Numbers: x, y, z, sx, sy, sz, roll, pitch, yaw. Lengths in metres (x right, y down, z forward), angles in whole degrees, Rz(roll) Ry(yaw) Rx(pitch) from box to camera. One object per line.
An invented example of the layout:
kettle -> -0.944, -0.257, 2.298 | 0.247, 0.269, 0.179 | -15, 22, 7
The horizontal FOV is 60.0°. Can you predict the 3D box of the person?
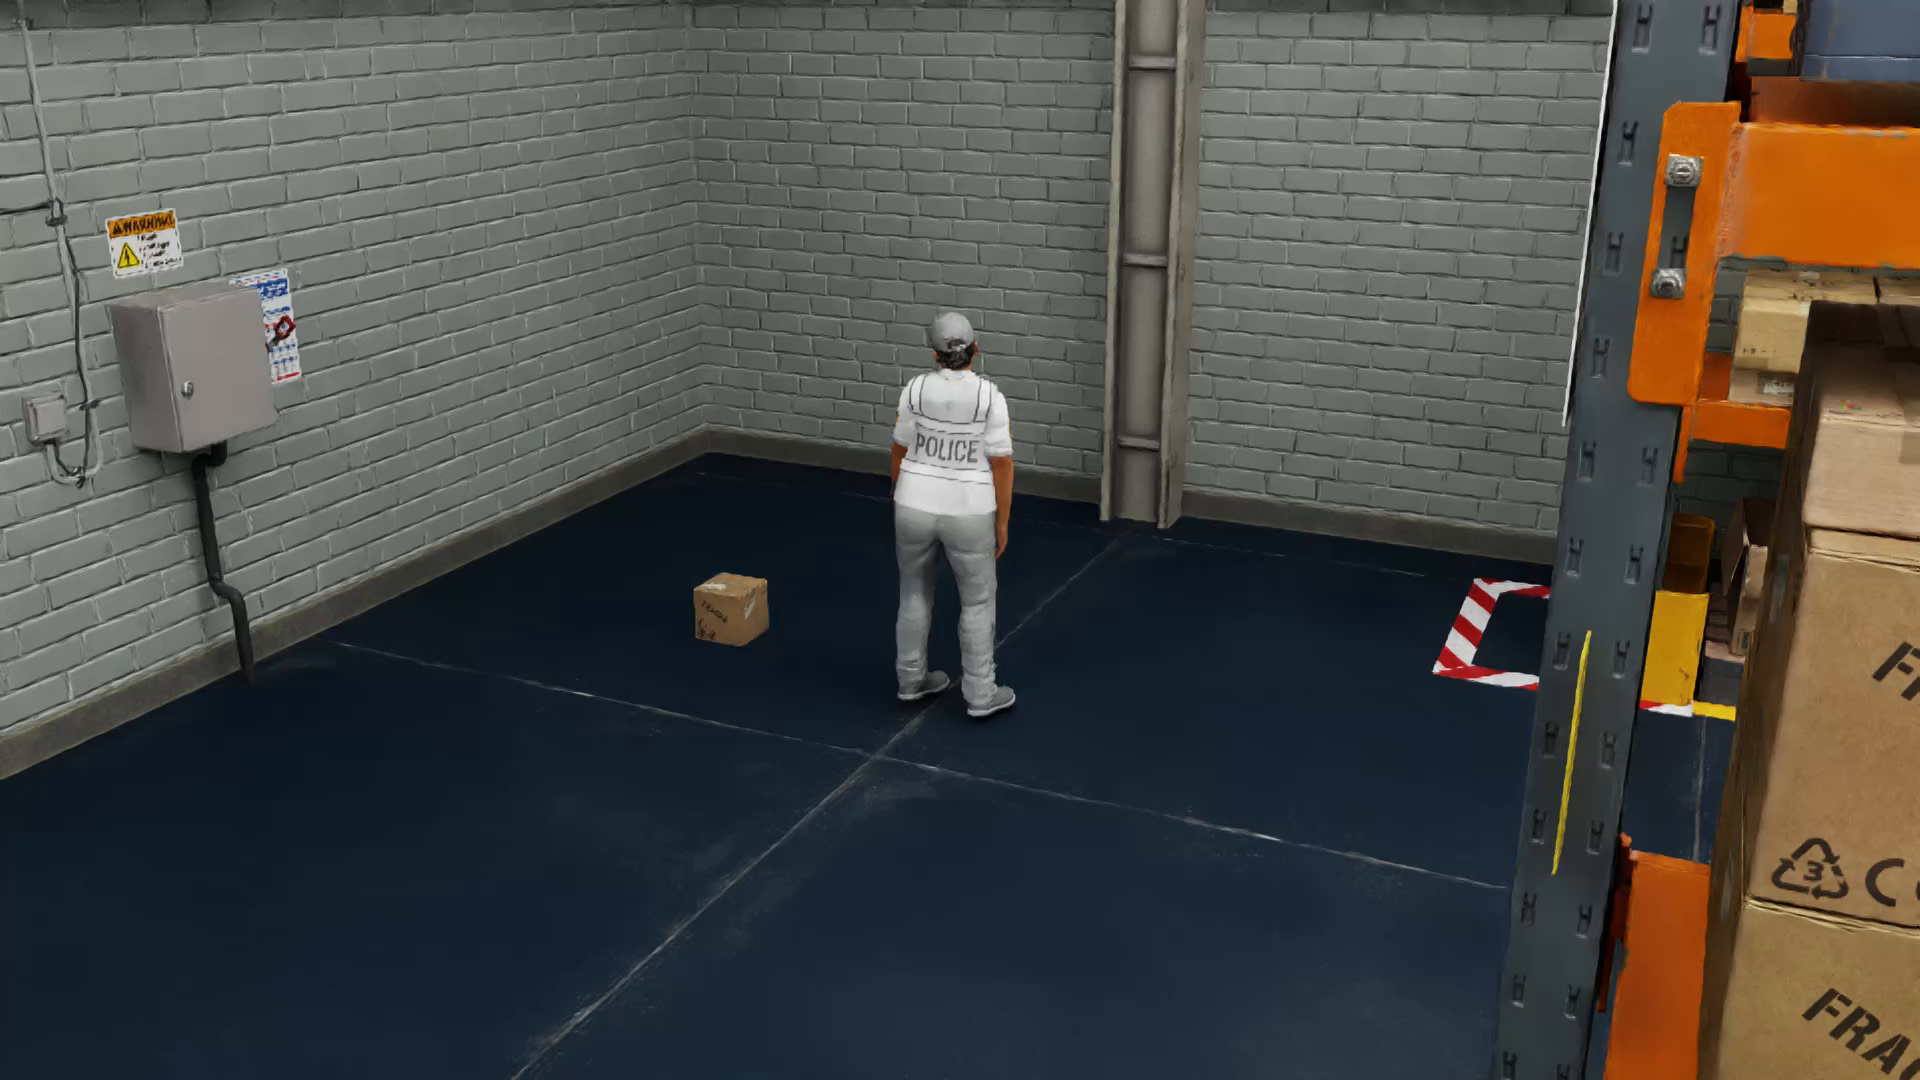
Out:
person -> -0.041, -0.093, 6.771 | 0.529, 1.675, 0.393 | 5, 20, 13
